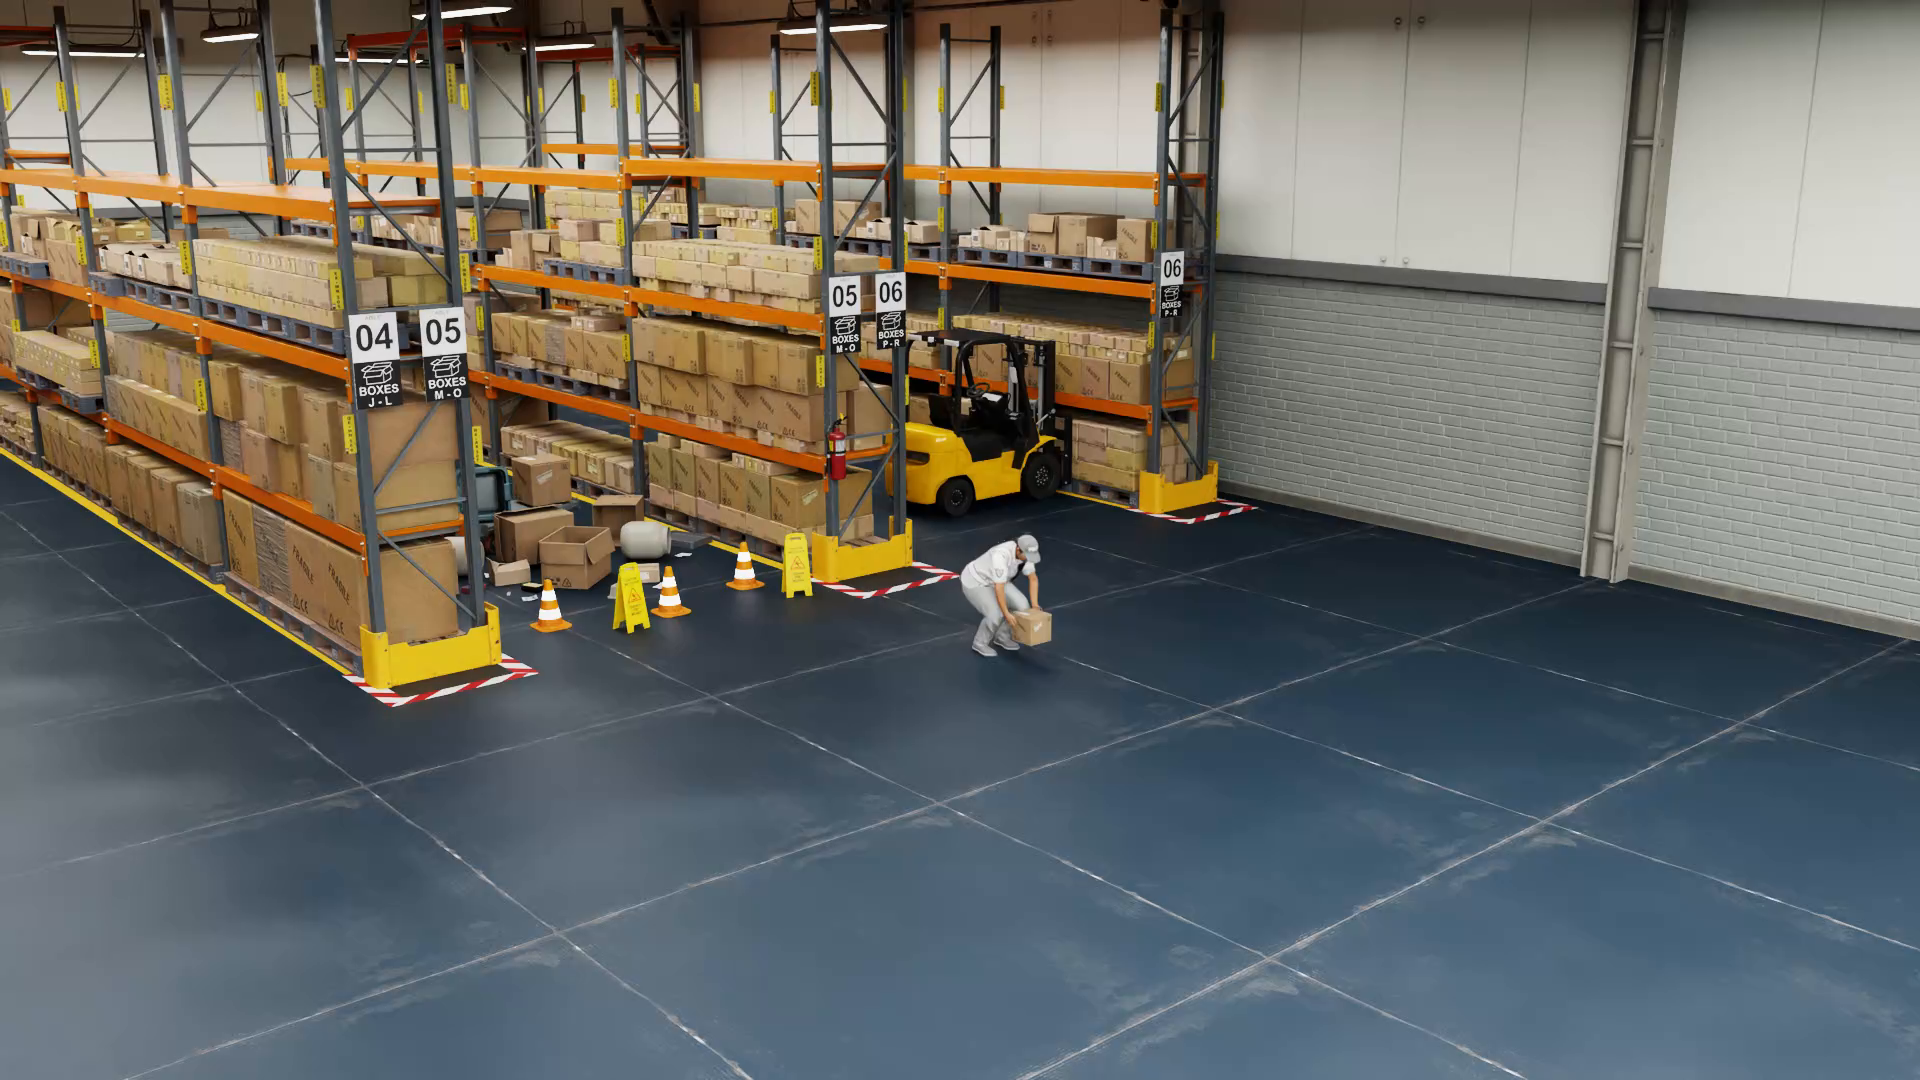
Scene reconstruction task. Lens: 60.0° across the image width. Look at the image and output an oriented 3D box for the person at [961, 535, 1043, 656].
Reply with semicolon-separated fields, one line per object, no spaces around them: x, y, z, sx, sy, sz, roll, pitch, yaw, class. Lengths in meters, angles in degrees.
0.402;0.467;15.203;0.541;1.158;0.817;-12;19;-40;person
